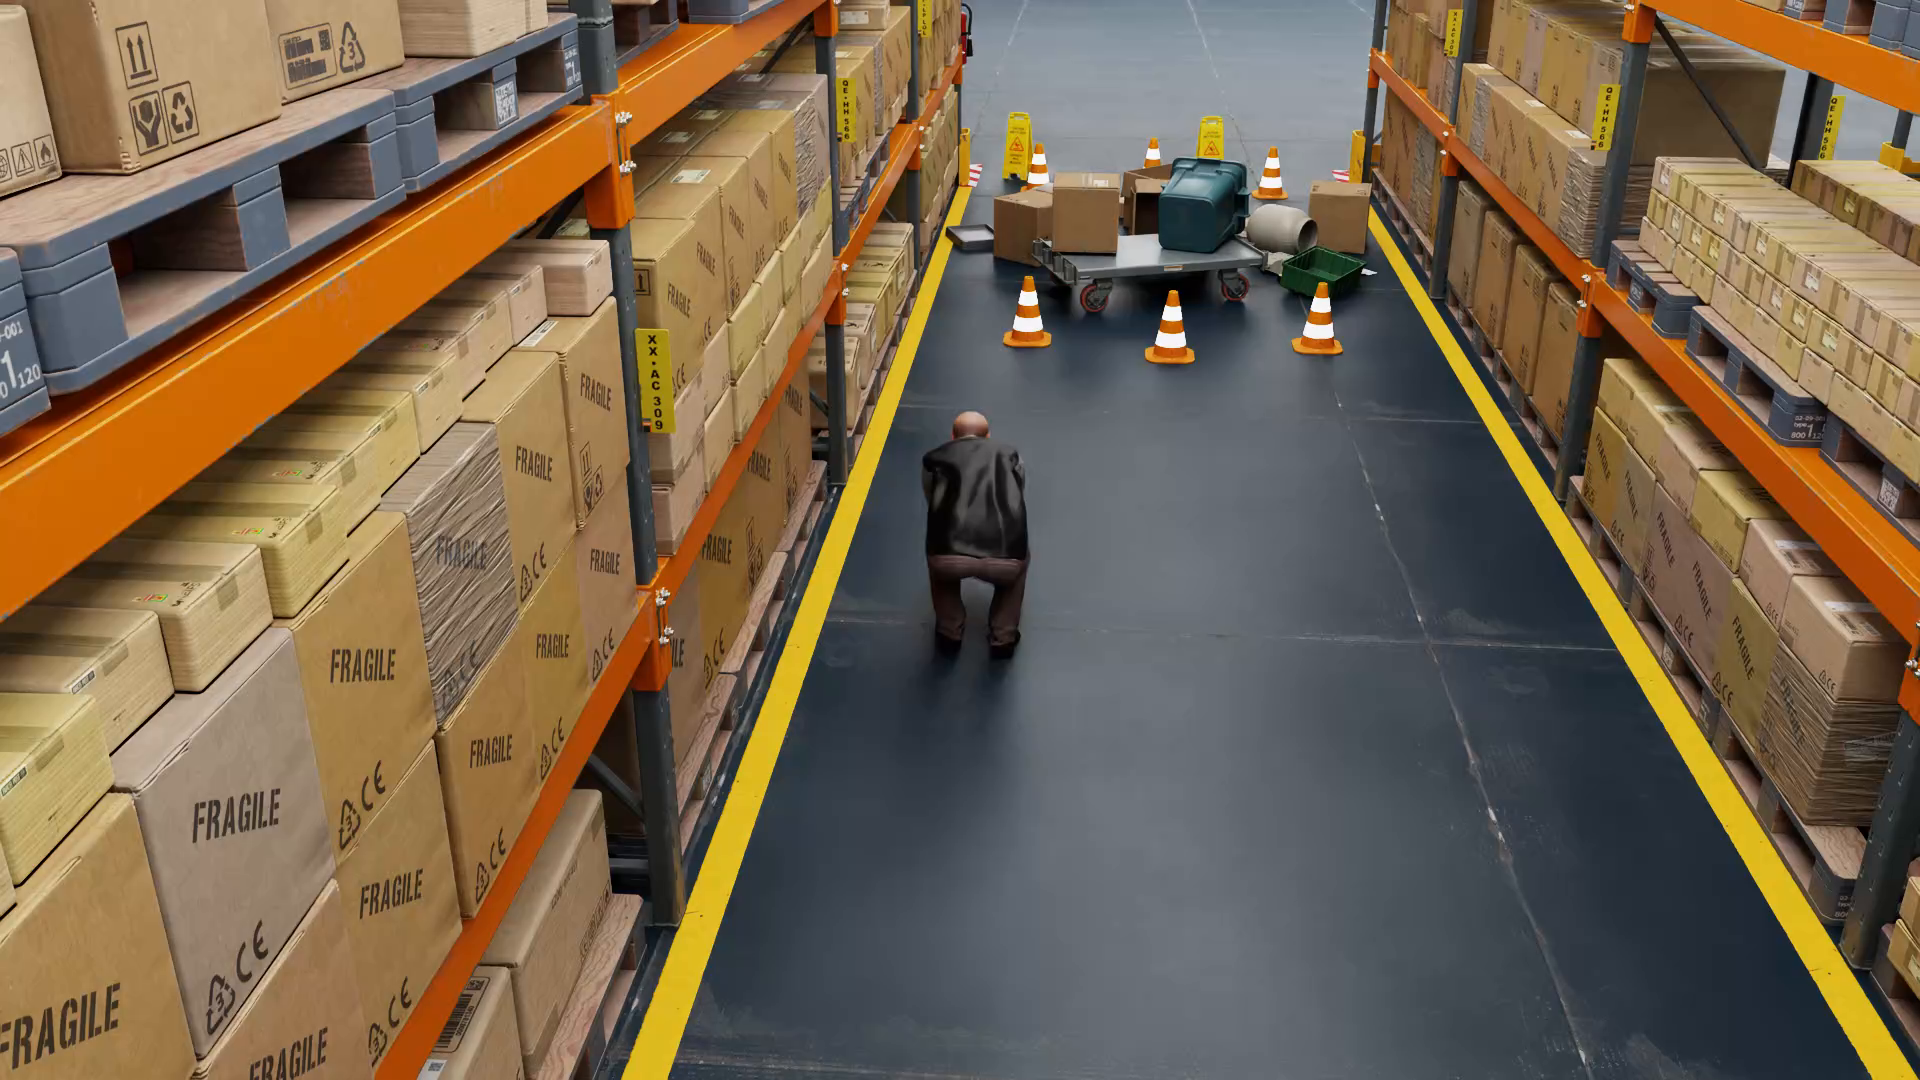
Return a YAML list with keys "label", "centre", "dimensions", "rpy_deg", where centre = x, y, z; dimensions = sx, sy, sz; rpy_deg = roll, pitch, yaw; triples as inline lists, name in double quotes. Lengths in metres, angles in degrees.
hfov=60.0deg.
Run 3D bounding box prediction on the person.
- label: "person"
  centre: [0.070, -0.005, 7.587]
  dimensions: [0.509, 0.954, 0.888]
  rpy_deg: [1, 24, 3]
